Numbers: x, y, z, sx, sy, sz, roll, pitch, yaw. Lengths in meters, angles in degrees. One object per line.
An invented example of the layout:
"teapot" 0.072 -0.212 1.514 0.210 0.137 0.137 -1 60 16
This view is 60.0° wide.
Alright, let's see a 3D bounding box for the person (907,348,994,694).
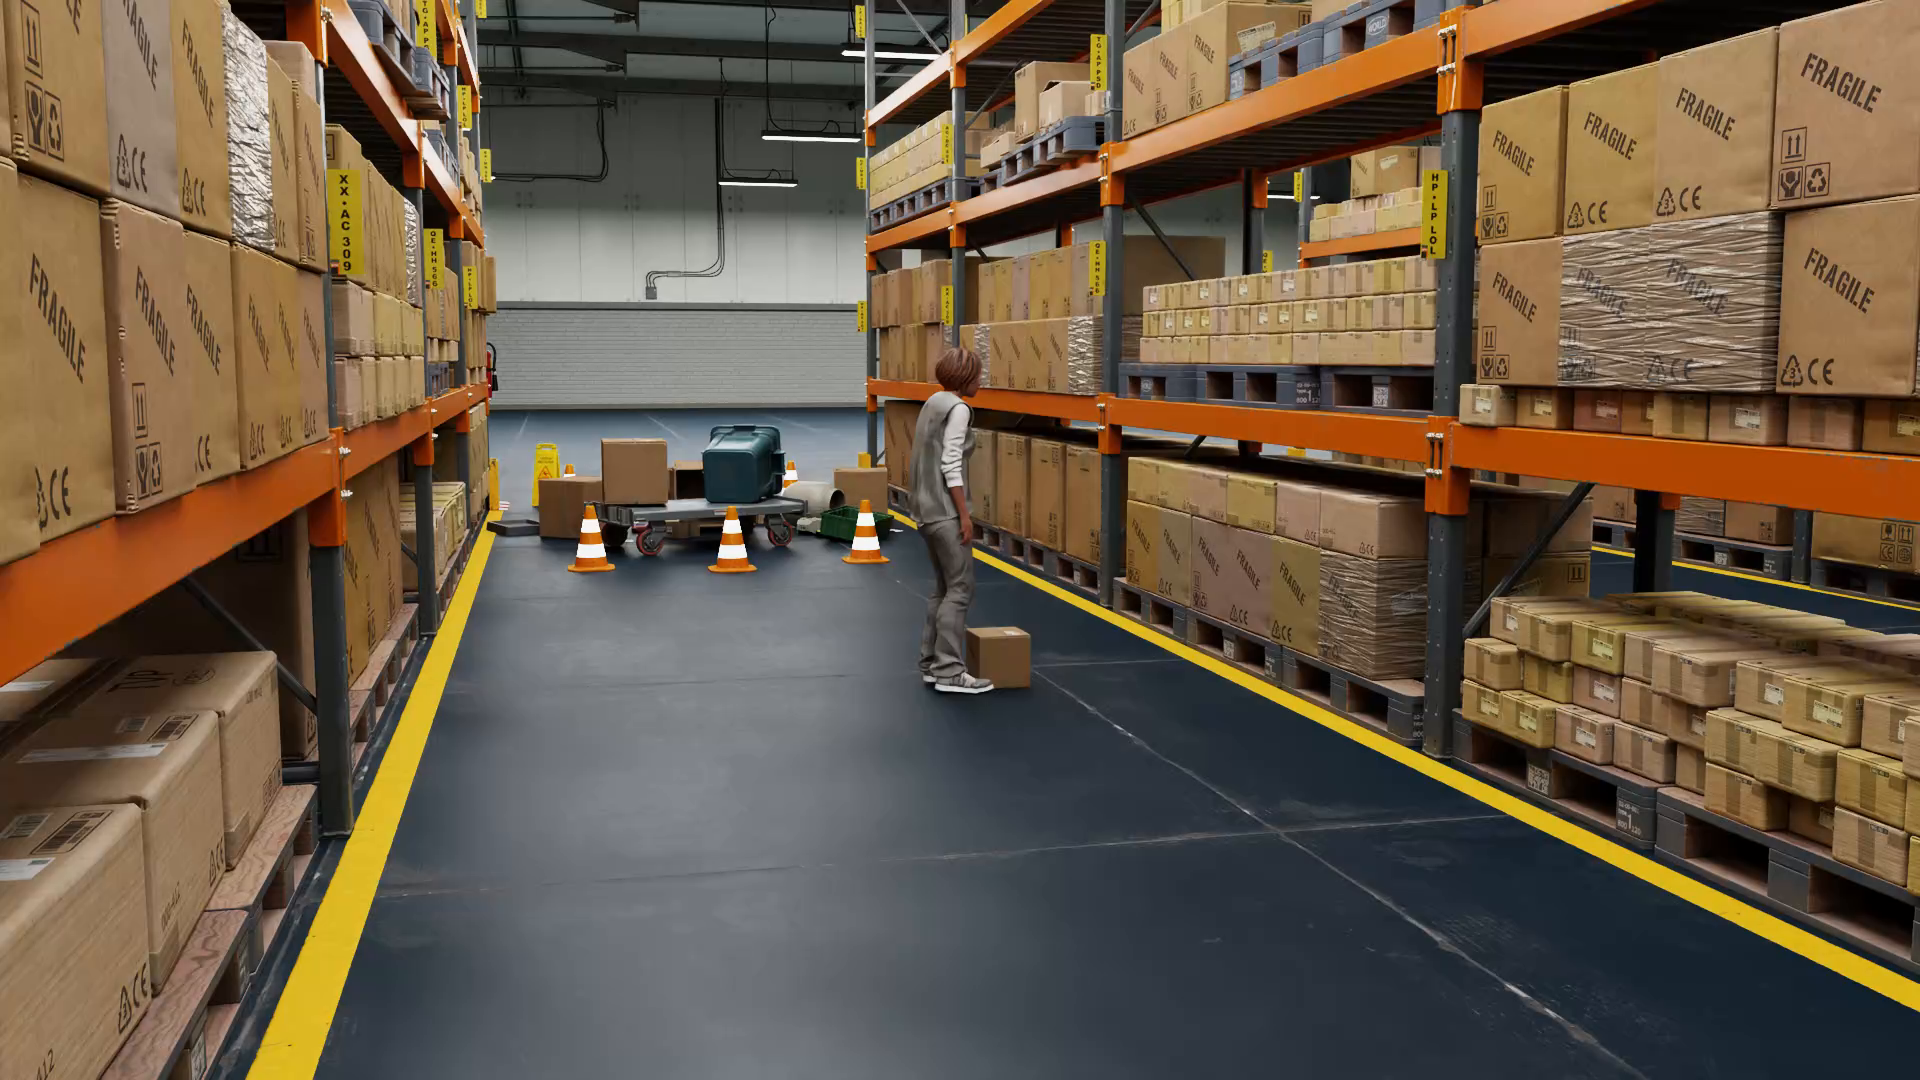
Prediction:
"person" -0.055 -0.098 7.776 0.347 1.590 0.473 -2 7 -17
